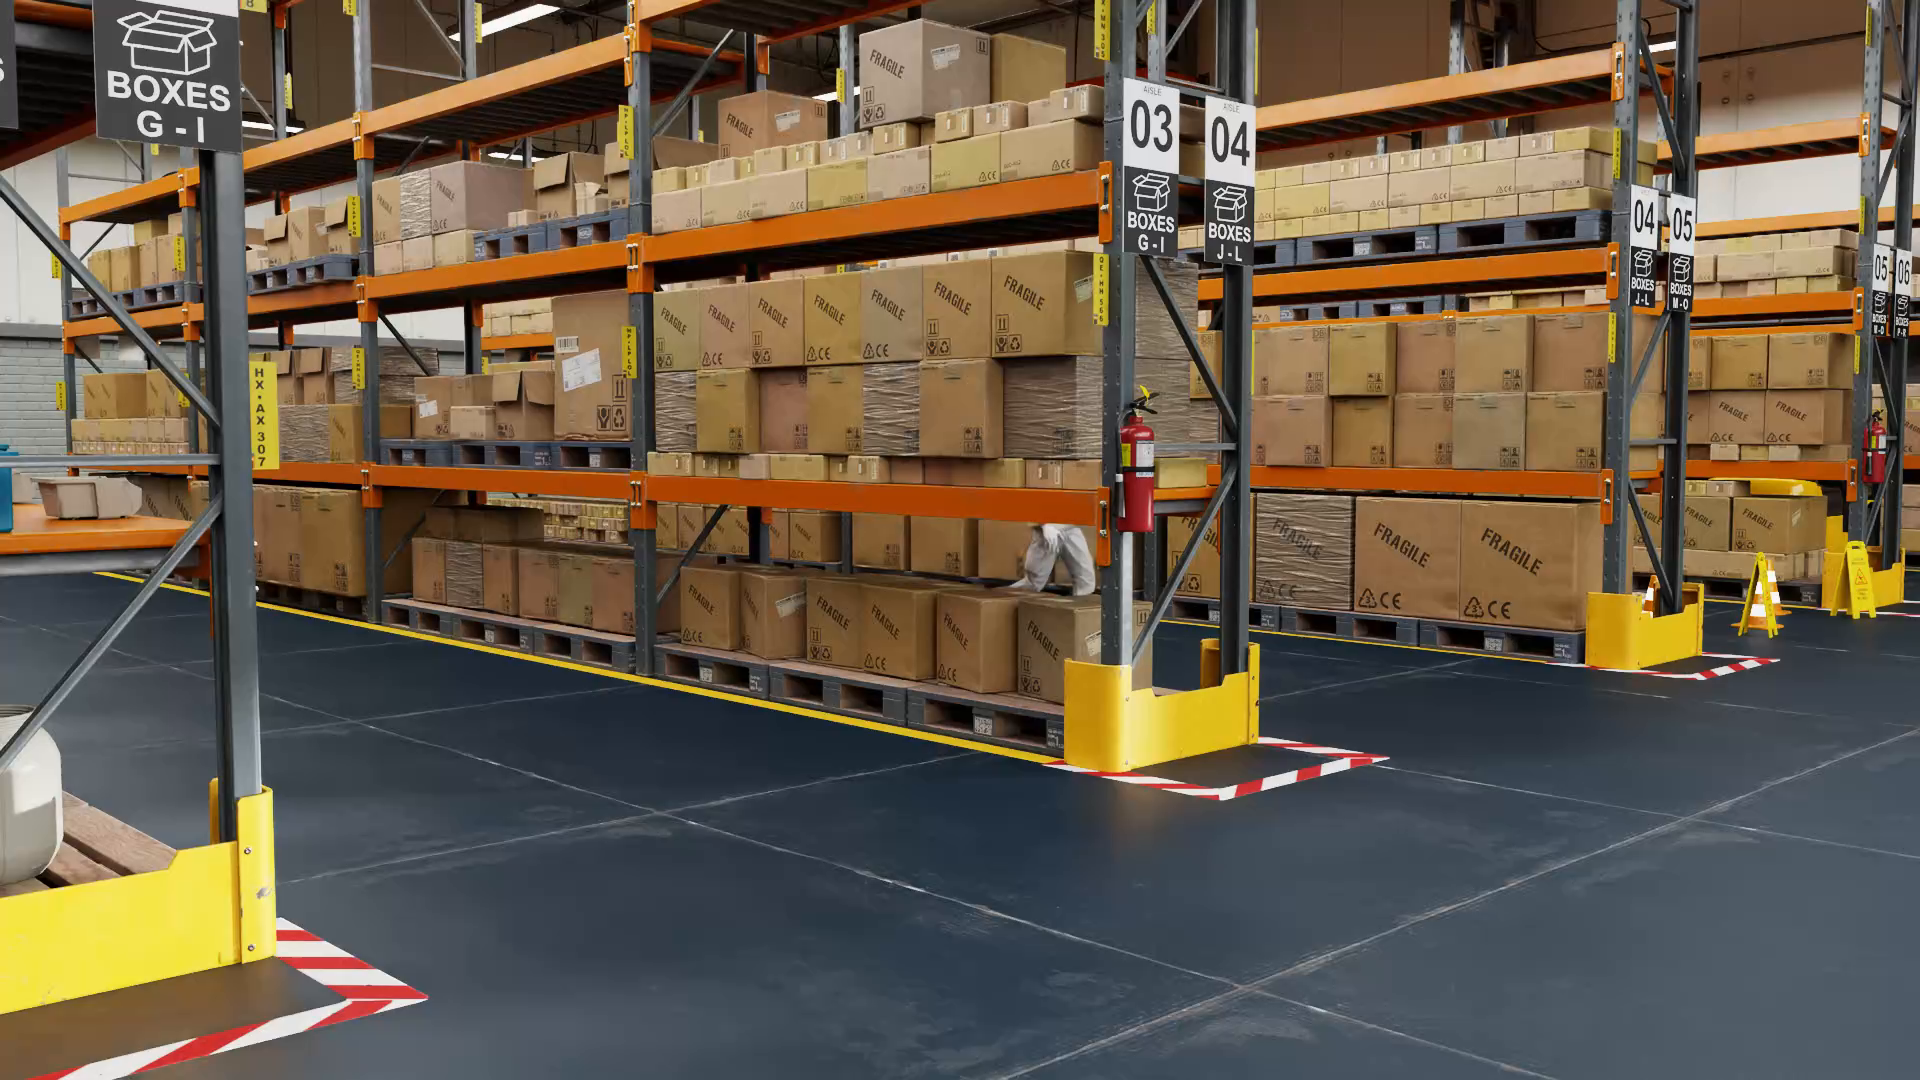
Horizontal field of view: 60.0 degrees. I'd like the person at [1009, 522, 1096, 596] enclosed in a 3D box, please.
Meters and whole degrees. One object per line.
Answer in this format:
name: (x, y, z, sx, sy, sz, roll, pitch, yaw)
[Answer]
person: (0.648, -0.086, 11.898, 1.032, 1.753, 0.527, 3, 5, 33)
